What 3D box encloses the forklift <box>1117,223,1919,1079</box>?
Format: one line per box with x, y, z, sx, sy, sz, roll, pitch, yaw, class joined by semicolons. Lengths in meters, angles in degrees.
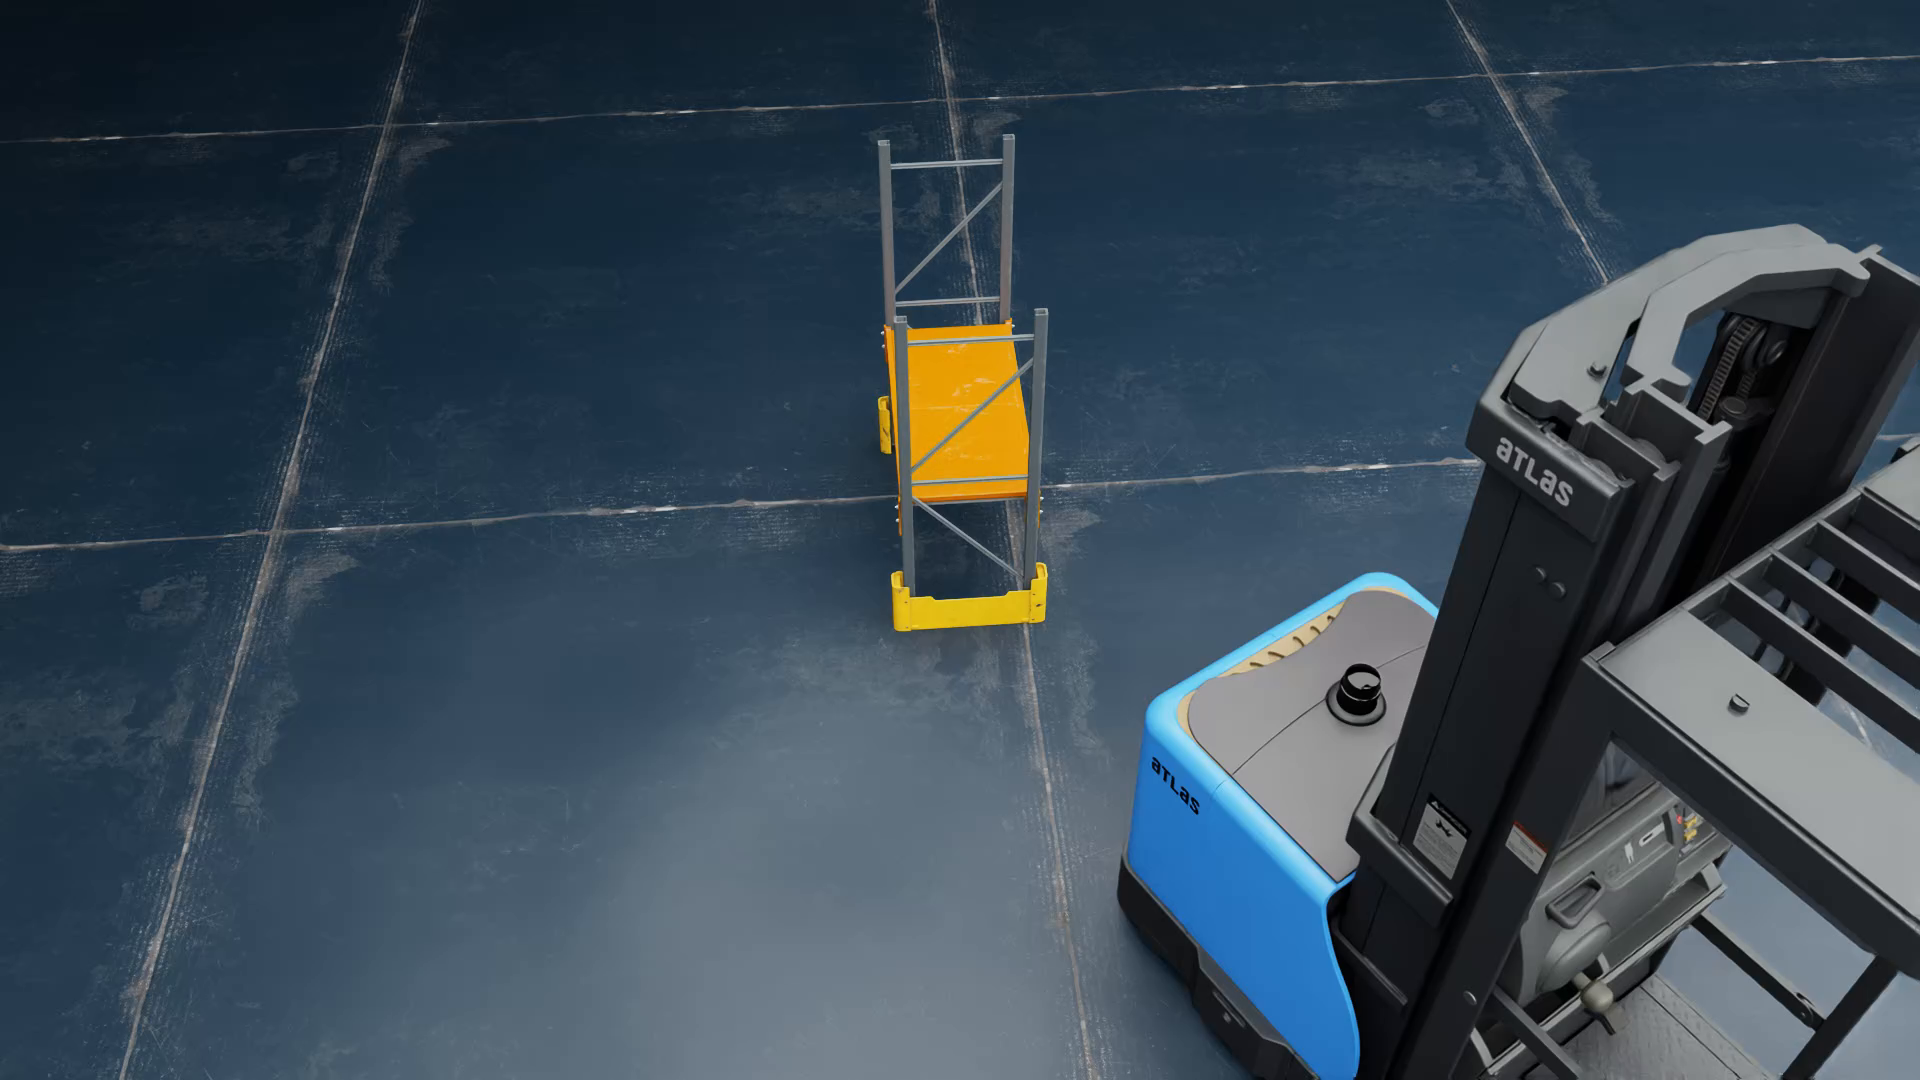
1.781;0.883;3.895;1.130;2.935;3.031;-27;52;-23;forklift

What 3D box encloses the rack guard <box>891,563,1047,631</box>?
0.035;0.219;6.370;0.587;0.250;0.087;-3;47;-3;rack guard

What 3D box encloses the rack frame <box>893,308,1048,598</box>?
0.035;-0.210;5.916;0.500;1.500;0.032;-3;47;-3;rack frame

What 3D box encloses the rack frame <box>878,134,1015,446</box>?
-0.050;-0.945;6.612;0.500;1.500;0.032;-3;47;-3;rack frame

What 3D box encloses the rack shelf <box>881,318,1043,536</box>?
-0.007;-0.454;6.395;0.538;0.185;1.000;-3;47;-3;rack shelf

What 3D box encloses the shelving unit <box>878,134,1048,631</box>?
-0.006;-0.571;6.258;0.587;1.500;1.083;-3;47;-3;shelving unit

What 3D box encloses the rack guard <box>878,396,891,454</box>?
-0.048;-0.501;7.053;0.587;0.250;0.087;-3;47;-3;rack guard
